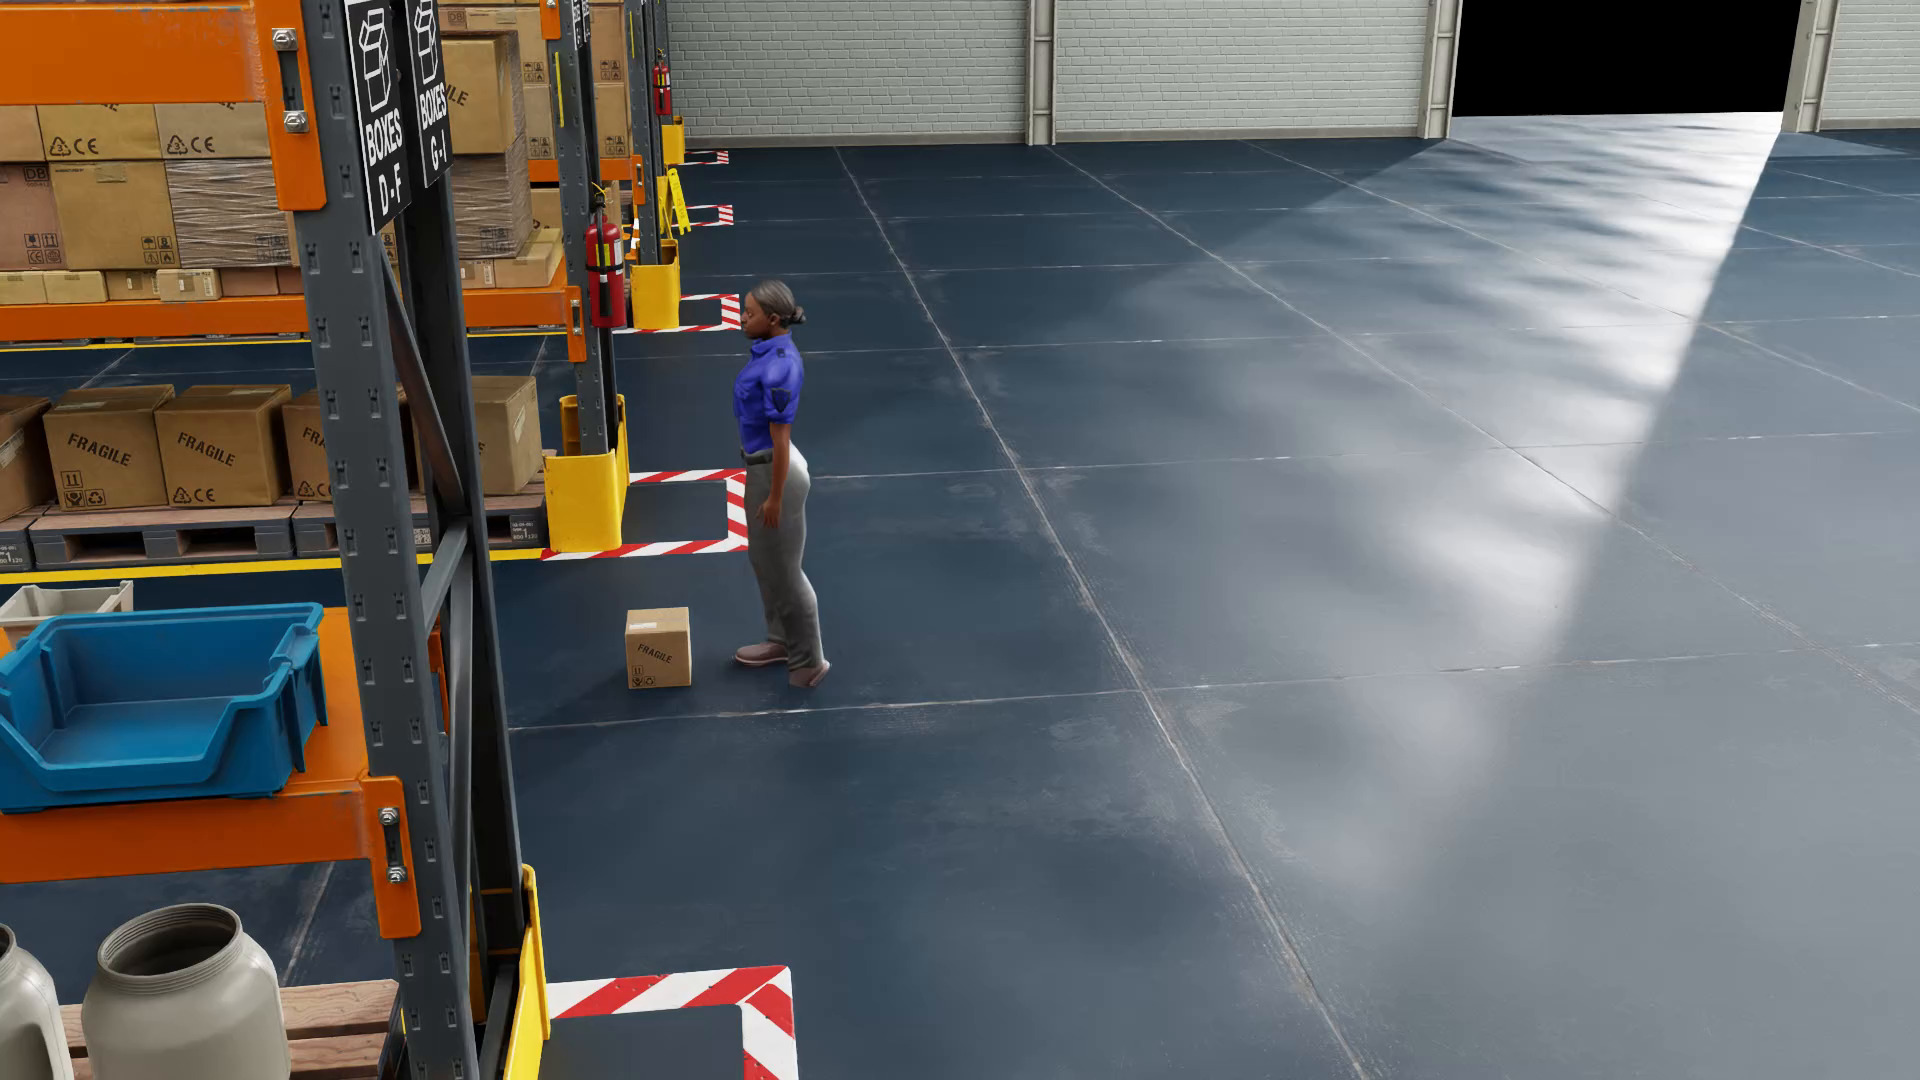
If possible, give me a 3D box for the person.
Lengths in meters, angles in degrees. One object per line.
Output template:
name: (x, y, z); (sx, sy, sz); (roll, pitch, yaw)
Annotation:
person: (-0.750, -0.189, 6.734); (0.390, 1.749, 0.443); (-3, 20, -7)
